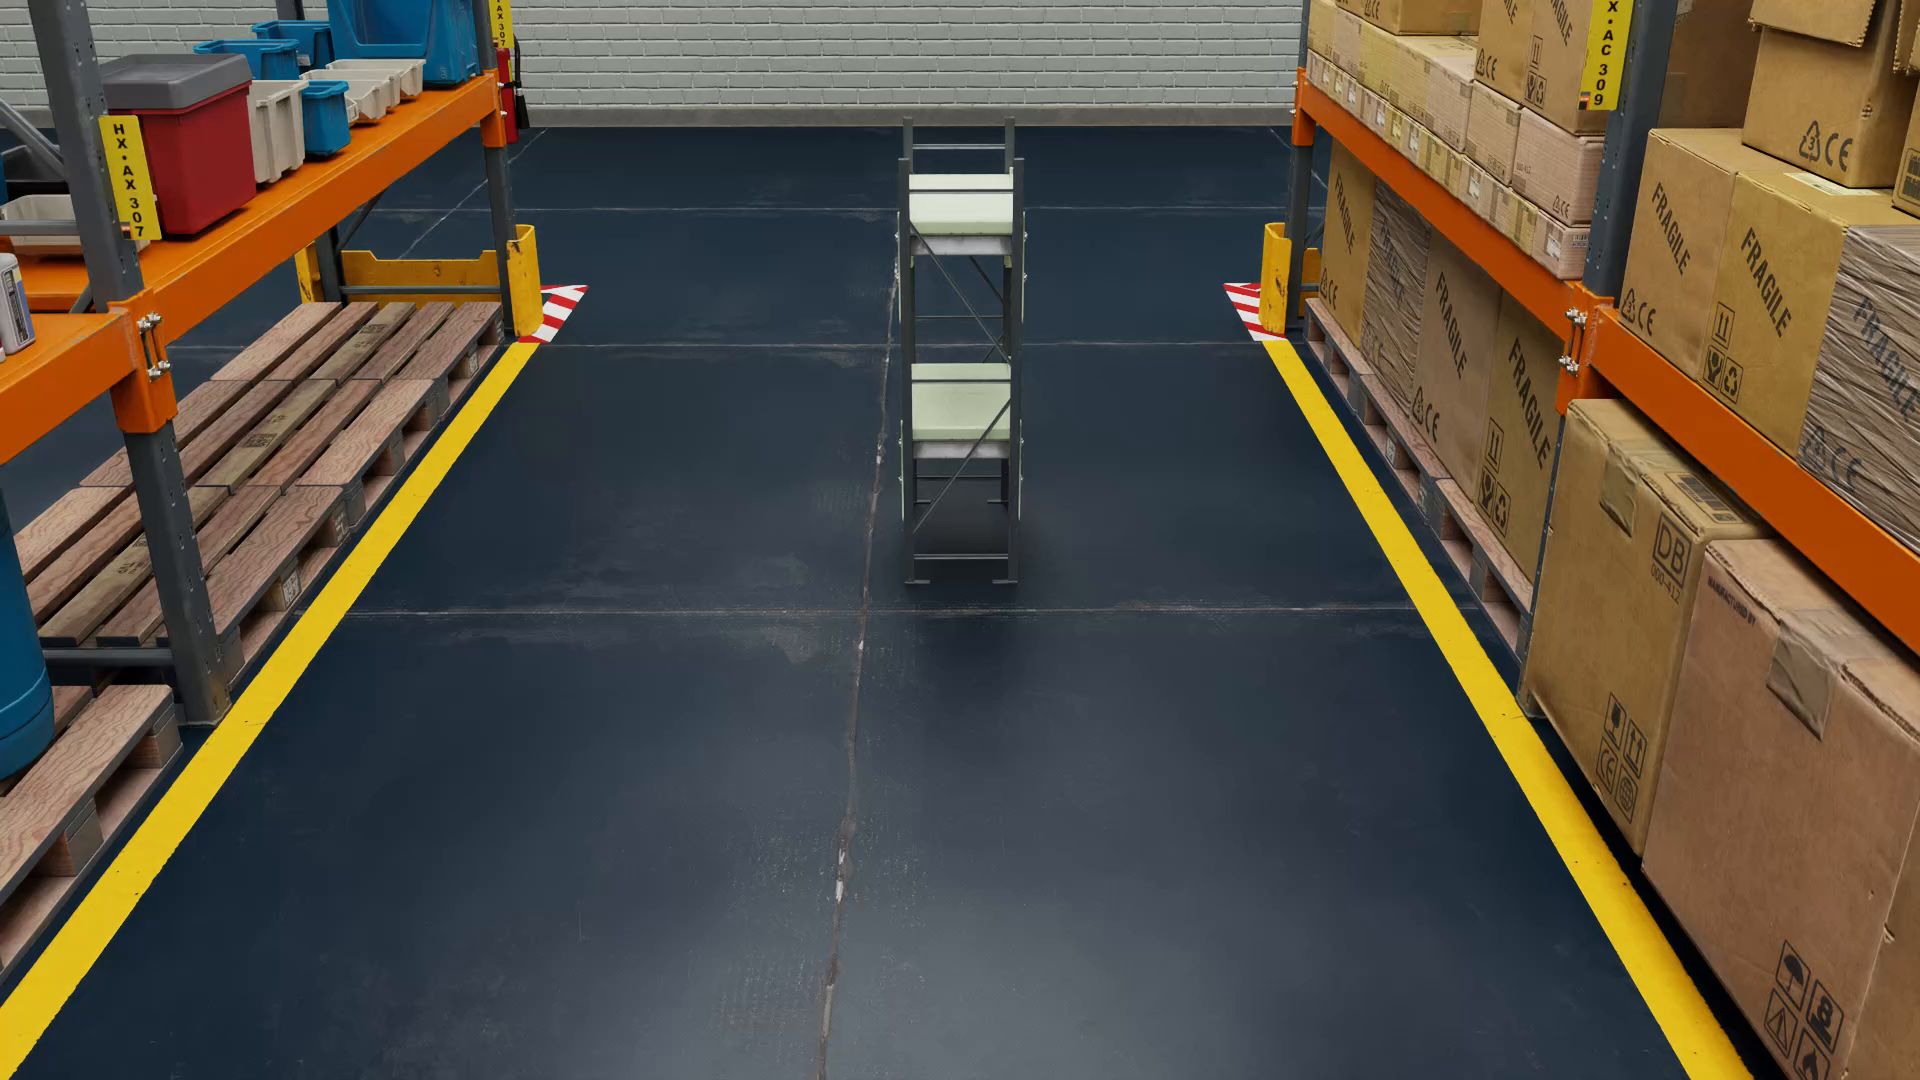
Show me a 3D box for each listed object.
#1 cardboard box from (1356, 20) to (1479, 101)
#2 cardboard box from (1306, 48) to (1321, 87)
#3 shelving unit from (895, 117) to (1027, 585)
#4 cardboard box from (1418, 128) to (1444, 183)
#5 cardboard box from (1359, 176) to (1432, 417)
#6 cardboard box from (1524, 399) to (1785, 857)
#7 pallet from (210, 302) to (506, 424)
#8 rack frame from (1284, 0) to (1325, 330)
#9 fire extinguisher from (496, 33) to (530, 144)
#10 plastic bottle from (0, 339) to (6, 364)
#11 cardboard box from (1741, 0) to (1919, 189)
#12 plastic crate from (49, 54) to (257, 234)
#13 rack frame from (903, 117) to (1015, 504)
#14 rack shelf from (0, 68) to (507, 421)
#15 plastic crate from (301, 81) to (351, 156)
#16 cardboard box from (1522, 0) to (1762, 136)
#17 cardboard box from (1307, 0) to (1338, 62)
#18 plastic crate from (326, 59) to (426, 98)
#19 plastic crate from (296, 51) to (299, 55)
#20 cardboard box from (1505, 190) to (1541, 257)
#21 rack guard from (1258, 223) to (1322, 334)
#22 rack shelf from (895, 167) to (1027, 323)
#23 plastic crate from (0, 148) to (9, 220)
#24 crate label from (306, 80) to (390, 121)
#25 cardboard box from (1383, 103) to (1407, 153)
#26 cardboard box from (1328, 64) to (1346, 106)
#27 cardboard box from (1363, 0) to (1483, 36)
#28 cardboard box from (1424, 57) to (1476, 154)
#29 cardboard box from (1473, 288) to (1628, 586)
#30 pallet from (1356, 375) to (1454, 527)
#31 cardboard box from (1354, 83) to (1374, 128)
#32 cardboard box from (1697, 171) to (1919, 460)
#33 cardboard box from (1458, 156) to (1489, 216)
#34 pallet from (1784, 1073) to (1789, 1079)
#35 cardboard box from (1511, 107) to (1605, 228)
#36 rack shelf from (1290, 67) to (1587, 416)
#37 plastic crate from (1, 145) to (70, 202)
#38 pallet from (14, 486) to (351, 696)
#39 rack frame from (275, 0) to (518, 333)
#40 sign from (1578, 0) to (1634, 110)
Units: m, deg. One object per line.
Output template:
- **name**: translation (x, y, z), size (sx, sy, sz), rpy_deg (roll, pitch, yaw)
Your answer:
- **cardboard box**: translation (1.925, -1.941, 6.722), size (0.500, 0.250, 0.500), rpy_deg (-1, 24, -2)
- **cardboard box**: translation (1.849, -2.232, 7.849), size (0.380, 0.149, 0.250), rpy_deg (0, 24, 0)
- **shelving unit**: translation (0.000, -0.681, 5.935), size (0.431, 1.500, 0.755), rpy_deg (0, 24, -1)
- **cardboard box**: translation (1.873, -1.385, 5.977), size (0.380, 0.149, 0.250), rpy_deg (-1, 24, -1)
- **cardboard box**: translation (2.272, -1.079, 7.064), size (0.875, 0.875, 0.875), rpy_deg (0, 24, -1)
- **cardboard box**: translation (2.246, 0.195, 4.248), size (1.225, 0.875, 0.875), rpy_deg (0, 24, 0)
- **pallet**: translation (-2.807, -0.861, 7.897), size (1.003, 0.211, 1.213), rpy_deg (0, 24, -1)
- **rack frame**: translation (2.175, -2.494, 8.124), size (1.000, 3.000, 0.127), rpy_deg (0, 24, -1)
- **fire extinguisher**: translation (-2.325, -2.331, 8.309), size (0.296, 0.674, 0.183), rpy_deg (0, 24, -1)
- **plastic bottle**: translation (-2.378, -0.524, 4.010), size (0.097, 0.201, 0.097), rpy_deg (0, 24, 0)
- **cardboard box**: translation (2.234, -1.085, 3.670), size (0.797, 0.503, 0.637), rpy_deg (-1, 24, -2)
- **plastic crate**: translation (-2.493, -1.249, 5.221), size (0.402, 0.464, 0.583), rpy_deg (0, 24, -1)
- **rack frame**: translation (-0.004, -0.831, 6.268), size (0.400, 1.500, 0.023), rpy_deg (0, 24, -1)
- **rack shelf**: translation (-2.756, -1.320, 6.401), size (1.077, 0.370, 4.000), rpy_deg (0, 24, -1)
- **plastic crate**: translation (-2.499, -1.577, 6.228), size (0.416, 0.233, 0.300), rpy_deg (0, 24, -1)
- **cardboard box**: translation (1.946, -1.443, 4.711), size (0.500, 0.500, 0.500), rpy_deg (0, 24, 1)
- **cardboard box**: translation (1.910, -2.362, 7.653), size (0.500, 0.250, 0.500), rpy_deg (-1, 24, -2)
- **plastic crate**: translation (-2.588, -2.043, 7.375), size (0.396, 0.136, 0.243), rpy_deg (0, 24, -1)
- **plastic crate**: translation (-3.183, -2.143, 7.595), size (0.250, 0.136, 0.298), rpy_deg (0, 24, -1)
- **cardboard box**: translation (1.885, -0.962, 5.041), size (0.380, 0.149, 0.250), rpy_deg (0, 24, 0)
- **rack guard**: translation (2.175, -1.365, 8.661), size (1.175, 0.500, 0.348), rpy_deg (0, 24, -1)
- **rack shelf**: translation (0.000, -1.036, 5.774), size (0.431, 0.370, 0.720), rpy_deg (0, 24, -1)
- **plastic crate**: translation (-3.080, -1.034, 4.843), size (0.392, 0.384, 0.575), rpy_deg (0, 24, -1)
- **crate label**: translation (-2.571, -1.809, 6.858), size (0.396, 0.136, 0.243), rpy_deg (0, 24, -1)
- **cardboard box**: translation (1.867, -1.598, 6.447), size (0.380, 0.149, 0.250), rpy_deg (-1, 24, -2)
- **cardboard box**: translation (1.856, -2.020, 7.382), size (0.380, 0.149, 0.250), rpy_deg (-1, 24, -2)
- **cardboard box**: translation (1.927, -2.284, 6.571), size (0.500, 0.500, 0.500), rpy_deg (-1, 24, -2)
- **cardboard box**: translation (1.938, -1.517, 5.785), size (0.500, 0.250, 0.500), rpy_deg (0, 24, 1)
- **cardboard box**: translation (2.292, -0.341, 5.433), size (0.875, 0.875, 0.875), rpy_deg (0, 24, -1)
- **pallet**: translation (2.272, -0.393, 6.862), size (1.003, 0.211, 1.213), rpy_deg (0, 24, -1)
- **cardboard box**: translation (1.862, -1.808, 6.913), size (0.380, 0.149, 0.250), rpy_deg (-1, 24, -2)
- **cardboard box**: translation (1.980, -0.493, 3.579), size (0.500, 0.500, 0.500), rpy_deg (0, 24, 0)
- **cardboard box**: translation (1.879, -1.173, 5.509), size (0.380, 0.149, 0.250), rpy_deg (0, 24, 0)
- **pallet**: translation (2.319, 1.247, 3.238), size (1.003, 0.211, 1.213), rpy_deg (0, 24, -1)
- **cardboard box**: translation (1.951, -1.093, 4.849), size (0.500, 0.250, 0.500), rpy_deg (-1, 24, -2)
- **rack shelf**: translation (2.197, -1.342, 6.450), size (1.077, 0.370, 4.000), rpy_deg (0, 24, -1)
- **plastic crate**: translation (-3.015, -1.185, 5.492), size (0.437, 0.125, 0.590), rpy_deg (0, 24, -1)
- **pallet**: translation (-2.781, 0.144, 5.674), size (1.003, 0.211, 1.213), rpy_deg (0, 24, -1)
- **rack frame**: translation (-2.778, -2.472, 8.075), size (1.000, 3.000, 0.127), rpy_deg (0, 24, -1)
- **sign**: translation (1.664, -1.273, 4.278), size (0.100, 0.325, 0.005), rpy_deg (0, 24, -1)
